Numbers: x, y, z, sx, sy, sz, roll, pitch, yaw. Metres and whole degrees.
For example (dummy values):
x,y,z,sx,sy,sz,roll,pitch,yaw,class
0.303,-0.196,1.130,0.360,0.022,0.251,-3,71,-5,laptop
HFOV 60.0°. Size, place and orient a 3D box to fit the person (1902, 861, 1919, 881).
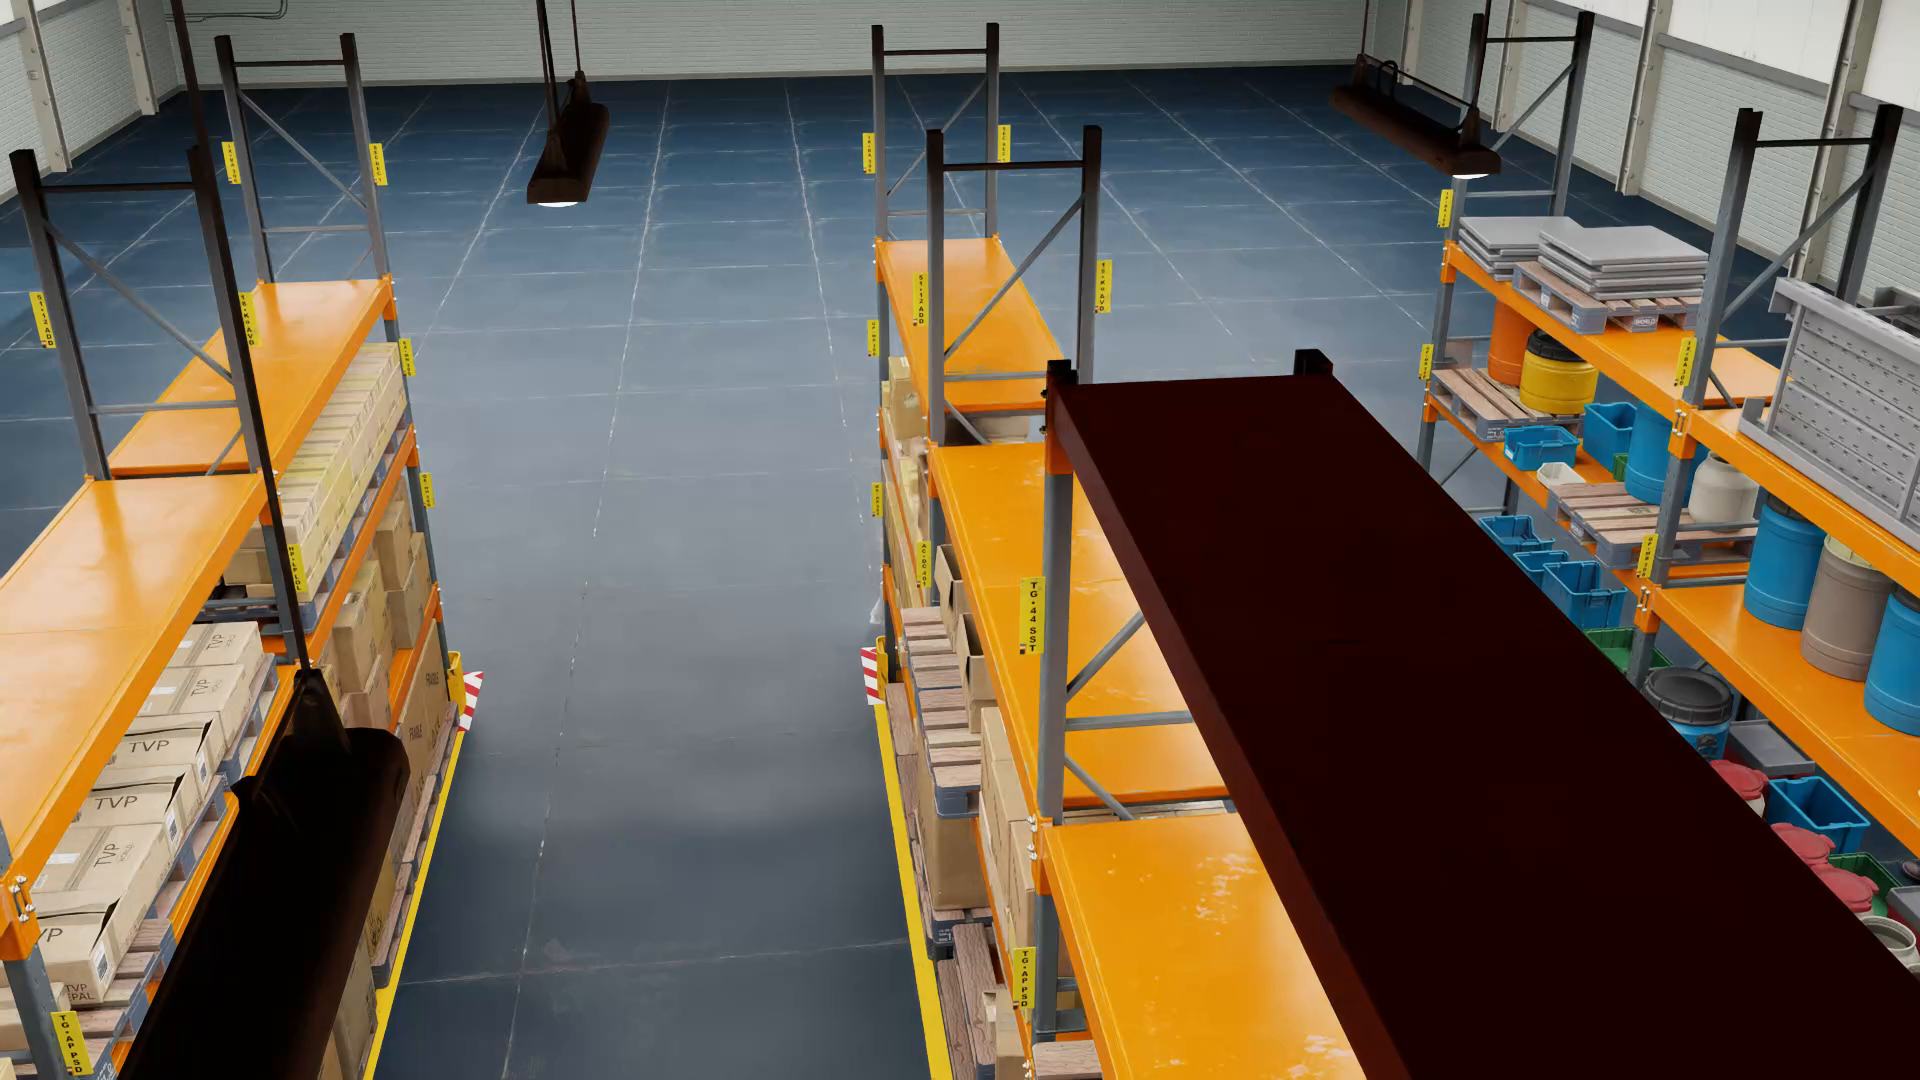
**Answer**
x,y,z,sx,sy,sz,roll,pitch,yaw,class
7.636,2.018,12.382,0.414,1.599,0.878,-8,27,-16,person
